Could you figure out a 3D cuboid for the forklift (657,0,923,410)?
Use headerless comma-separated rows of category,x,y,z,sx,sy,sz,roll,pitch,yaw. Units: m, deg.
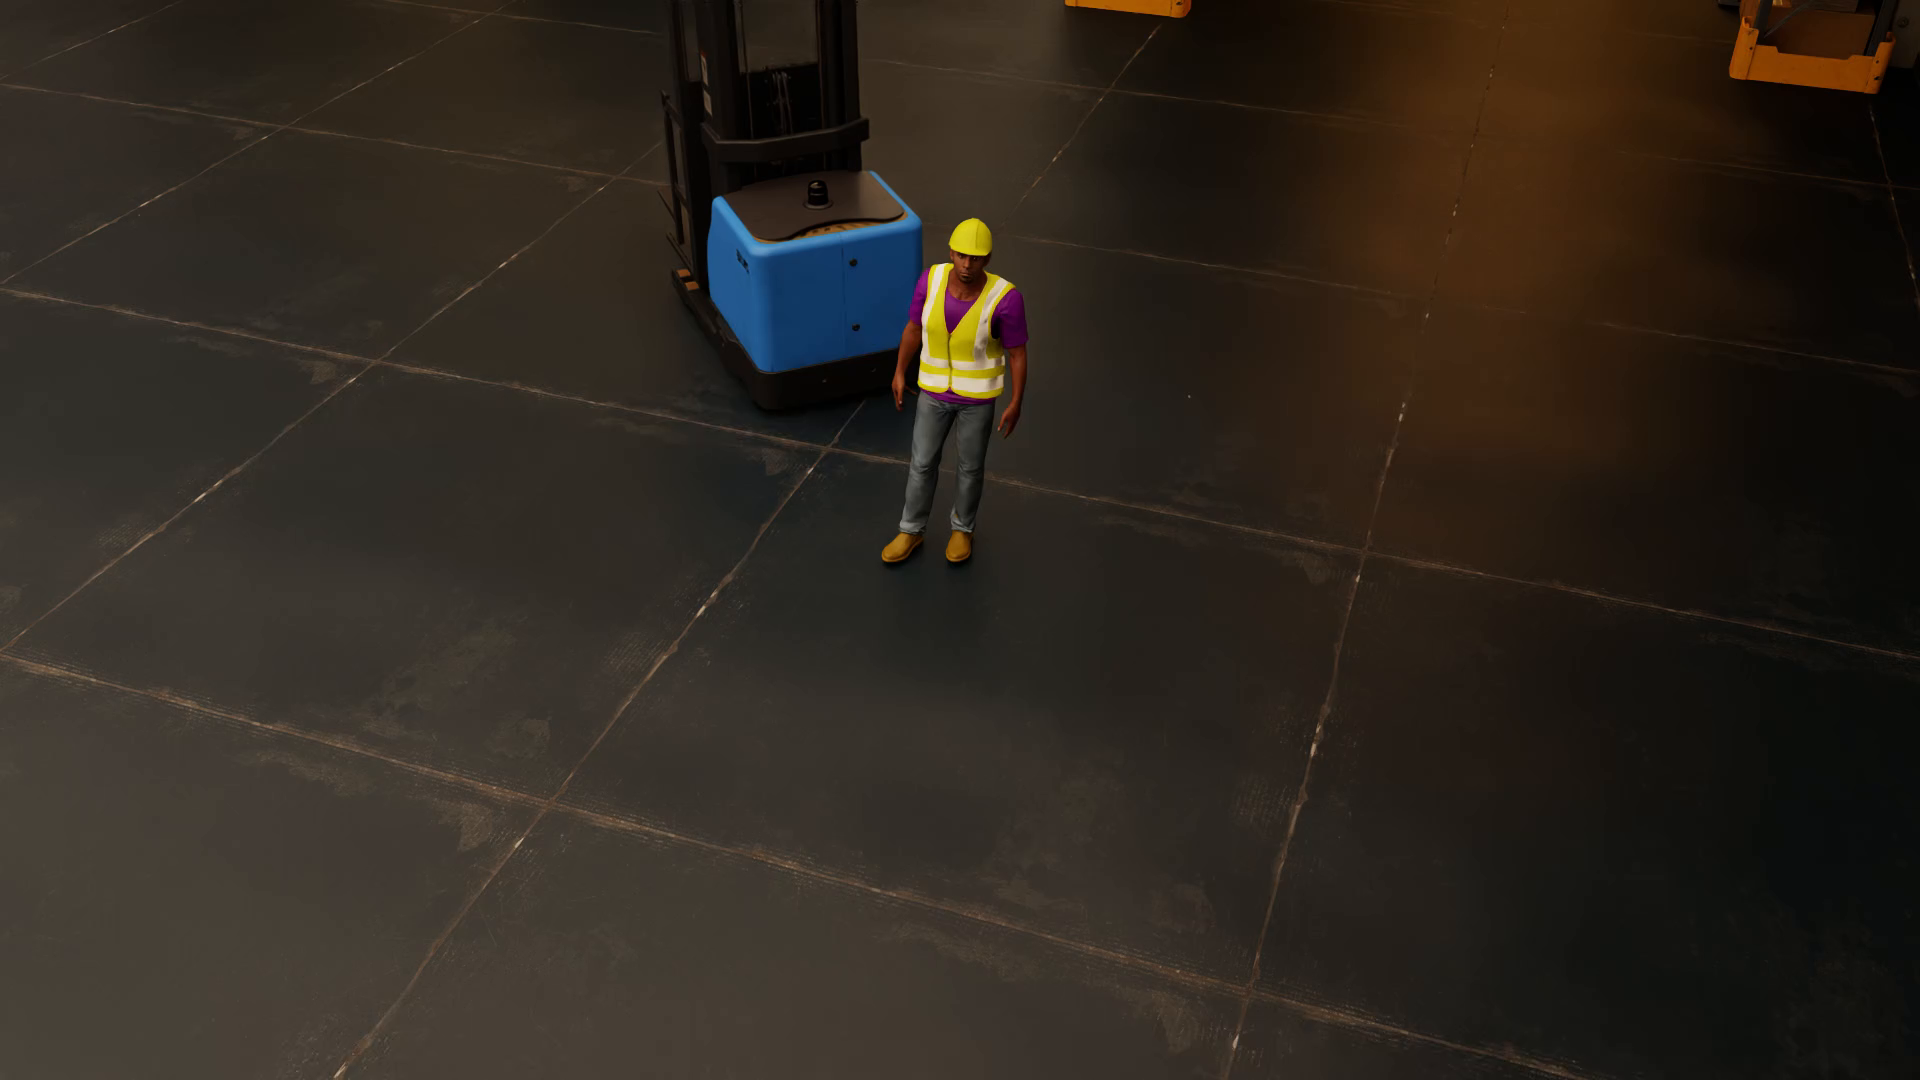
forklift,-1.241,-2.791,10.048,1.130,2.935,3.031,-14,38,-19

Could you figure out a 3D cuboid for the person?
person,-0.029,-0.689,8.078,0.665,1.768,0.575,12,37,16
